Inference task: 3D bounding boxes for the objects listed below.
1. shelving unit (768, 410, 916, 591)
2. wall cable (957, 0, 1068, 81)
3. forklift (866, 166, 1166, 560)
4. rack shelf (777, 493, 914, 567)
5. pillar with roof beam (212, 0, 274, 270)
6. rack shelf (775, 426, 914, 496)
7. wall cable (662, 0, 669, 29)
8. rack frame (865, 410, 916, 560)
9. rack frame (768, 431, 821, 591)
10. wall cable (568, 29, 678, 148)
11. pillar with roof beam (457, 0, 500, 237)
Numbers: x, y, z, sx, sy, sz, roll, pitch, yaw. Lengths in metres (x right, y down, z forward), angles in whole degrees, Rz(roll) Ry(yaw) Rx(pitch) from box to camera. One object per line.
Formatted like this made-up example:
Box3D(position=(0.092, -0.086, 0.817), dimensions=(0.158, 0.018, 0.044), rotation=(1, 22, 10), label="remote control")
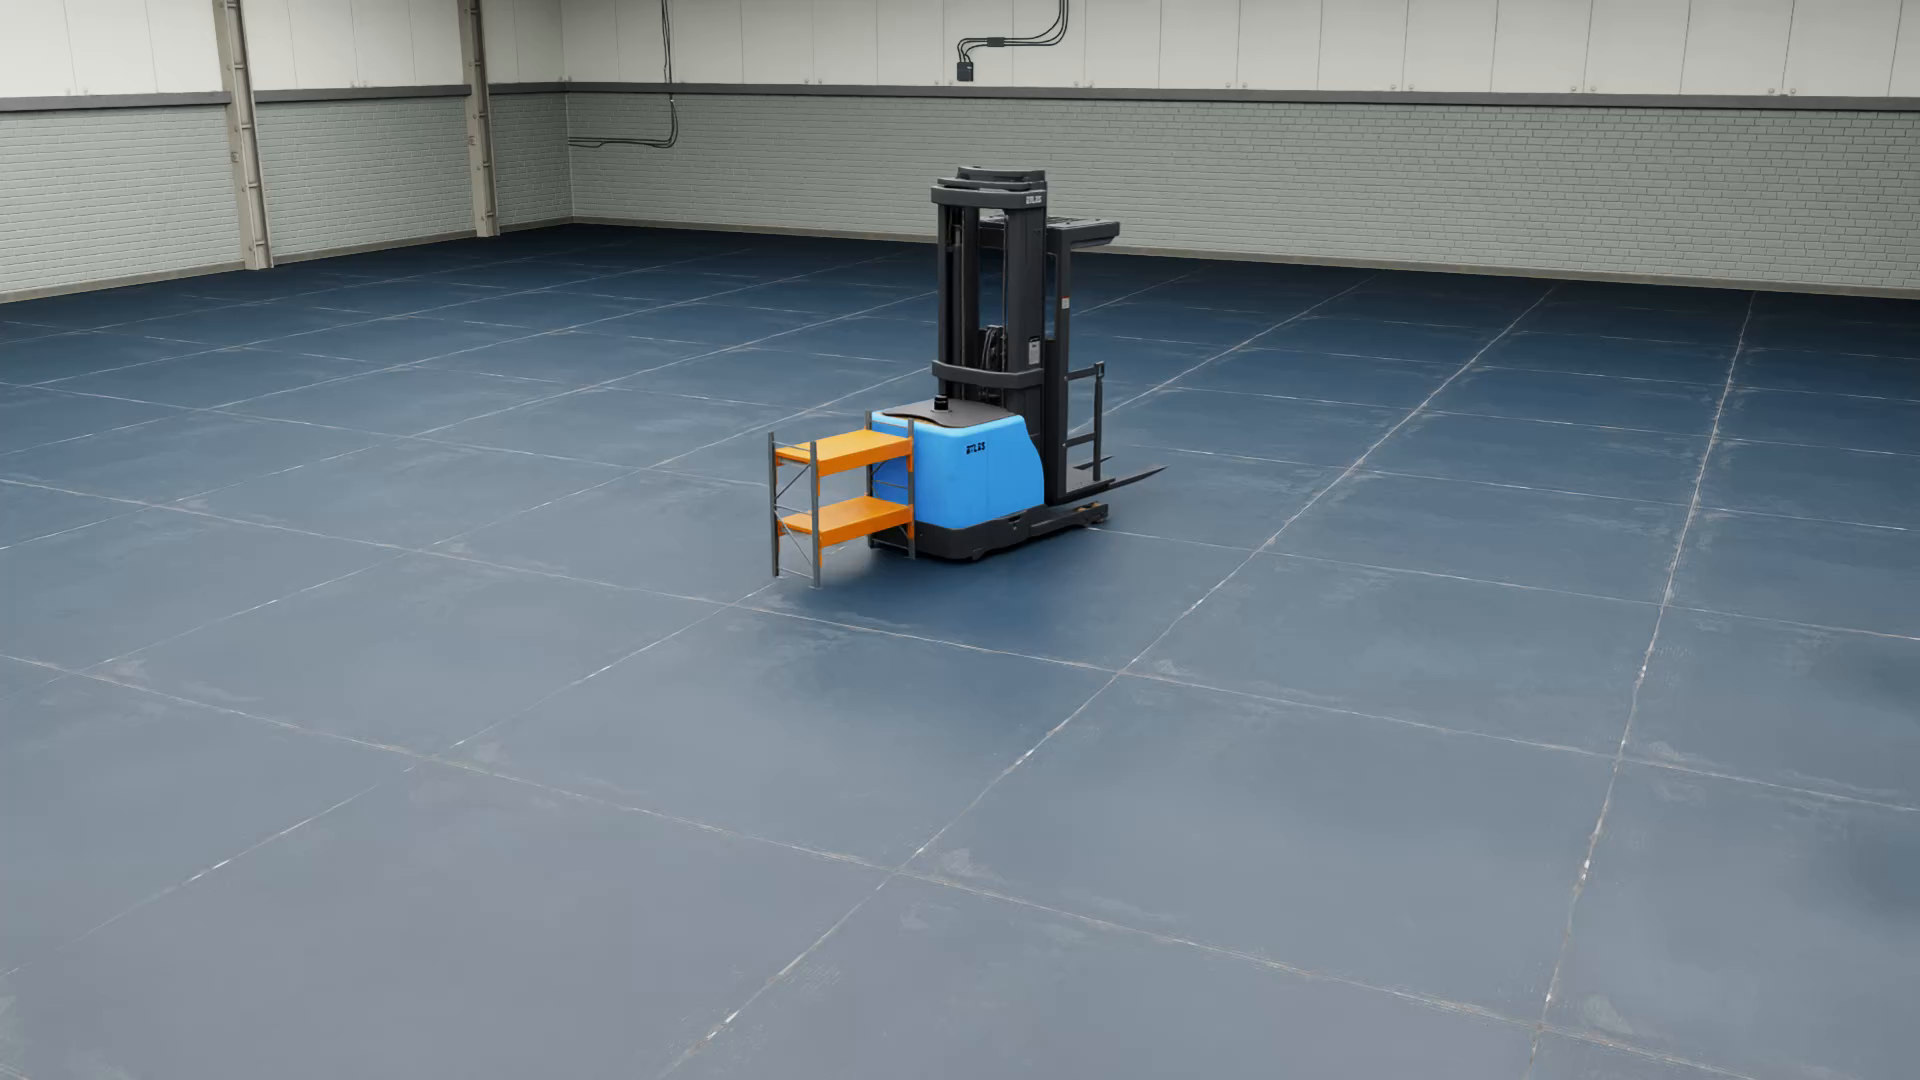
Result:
Box3D(position=(-0.884, -0.323, 12.636), dimensions=(0.538, 1.125, 1.048), rotation=(14, 22, 40), label="shelving unit")
Box3D(position=(0.988, -11.761, 31.342), dimensions=(2.305, 6.003, 0.169), rotation=(8, 18, 25), label="wall cable")
Box3D(position=(0.600, -1.595, 13.746), dimensions=(1.130, 2.935, 3.031), rotation=(14, 22, 40), label="forklift")
Box3D(position=(-0.884, -0.088, 12.705), dimensions=(0.538, 0.278, 1.000), rotation=(14, 22, 40), label="rack shelf")
Box3D(position=(-8.827, -8.684, 26.957), dimensions=(9.100, 9.000, 0.400), rotation=(8, 18, 25), label="pillar with roof beam")
Box3D(position=(-0.884, -0.603, 12.552), dimensions=(0.538, 0.278, 1.000), rotation=(14, 22, 40), label="rack shelf")
Box3D(position=(-5.078, -11.930, 34.471), dimensions=(3.097, 2.526, 0.112), rotation=(8, 18, 25), label="wall cable")
Box3D(position=(-0.544, -0.430, 12.998), dimensions=(0.500, 1.125, 0.032), rotation=(14, 22, 40), label="rack frame")
Box3D(position=(-1.224, -0.215, 12.273), dimensions=(0.500, 1.125, 0.032), rotation=(14, 22, 40), label="rack frame")
Box3D(position=(-7.498, -9.854, 36.349), dimensions=(3.097, 2.526, 0.112), rotation=(8, 18, 25), label="wall cable")
Box3D(position=(-6.146, -10.212, 32.102), dimensions=(9.100, 9.000, 0.400), rotation=(8, 18, 25), label="pillar with roof beam")
